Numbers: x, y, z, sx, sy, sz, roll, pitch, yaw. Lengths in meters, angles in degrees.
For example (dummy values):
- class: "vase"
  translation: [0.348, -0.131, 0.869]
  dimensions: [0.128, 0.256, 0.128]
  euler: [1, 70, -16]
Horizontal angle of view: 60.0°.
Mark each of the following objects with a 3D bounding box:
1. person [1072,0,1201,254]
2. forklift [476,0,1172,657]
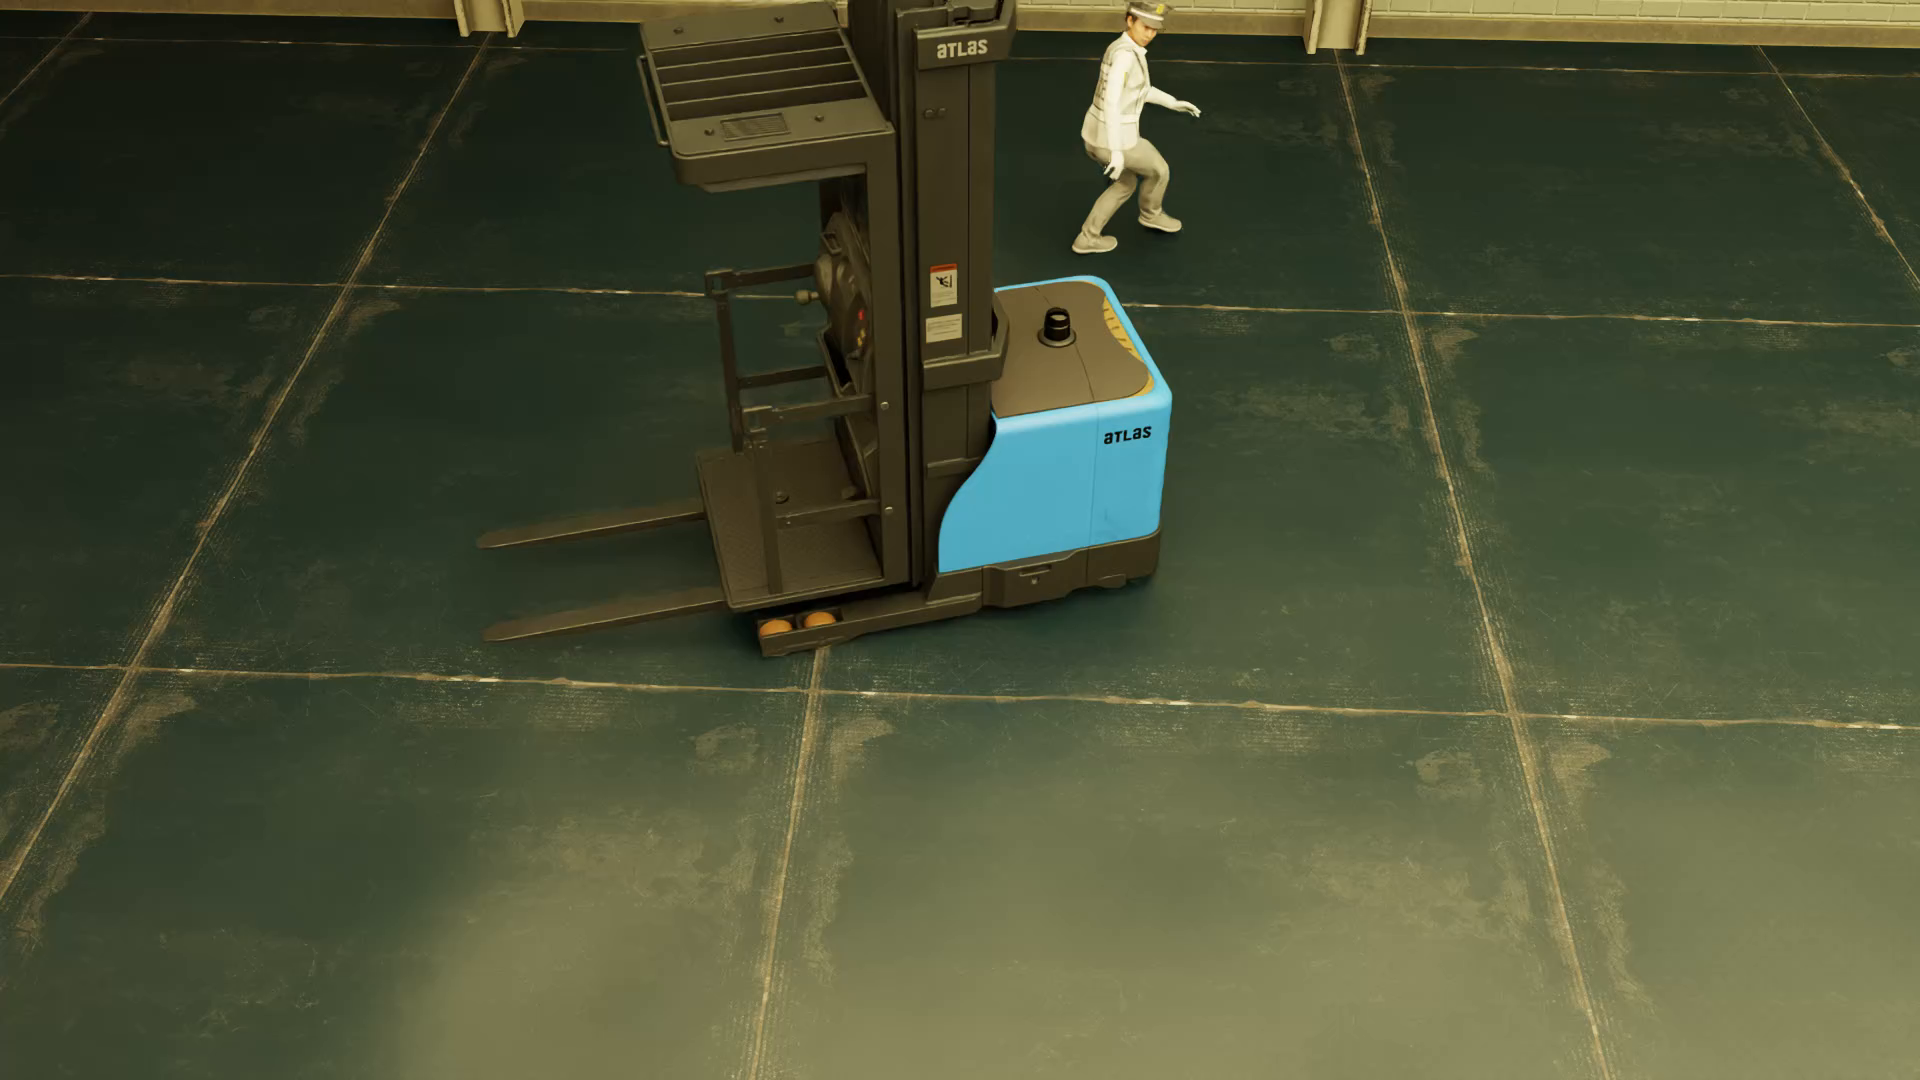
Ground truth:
- class: "person"
  translation: [1.031, -2.256, 9.271]
  dimensions: [0.729, 1.525, 0.701]
  euler: [-13, 44, -13]
- class: "forklift"
  translation: [-0.660, -0.963, 6.797]
  dimensions: [3.031, 2.935, 1.130]
  euler: [-10, 43, -11]
